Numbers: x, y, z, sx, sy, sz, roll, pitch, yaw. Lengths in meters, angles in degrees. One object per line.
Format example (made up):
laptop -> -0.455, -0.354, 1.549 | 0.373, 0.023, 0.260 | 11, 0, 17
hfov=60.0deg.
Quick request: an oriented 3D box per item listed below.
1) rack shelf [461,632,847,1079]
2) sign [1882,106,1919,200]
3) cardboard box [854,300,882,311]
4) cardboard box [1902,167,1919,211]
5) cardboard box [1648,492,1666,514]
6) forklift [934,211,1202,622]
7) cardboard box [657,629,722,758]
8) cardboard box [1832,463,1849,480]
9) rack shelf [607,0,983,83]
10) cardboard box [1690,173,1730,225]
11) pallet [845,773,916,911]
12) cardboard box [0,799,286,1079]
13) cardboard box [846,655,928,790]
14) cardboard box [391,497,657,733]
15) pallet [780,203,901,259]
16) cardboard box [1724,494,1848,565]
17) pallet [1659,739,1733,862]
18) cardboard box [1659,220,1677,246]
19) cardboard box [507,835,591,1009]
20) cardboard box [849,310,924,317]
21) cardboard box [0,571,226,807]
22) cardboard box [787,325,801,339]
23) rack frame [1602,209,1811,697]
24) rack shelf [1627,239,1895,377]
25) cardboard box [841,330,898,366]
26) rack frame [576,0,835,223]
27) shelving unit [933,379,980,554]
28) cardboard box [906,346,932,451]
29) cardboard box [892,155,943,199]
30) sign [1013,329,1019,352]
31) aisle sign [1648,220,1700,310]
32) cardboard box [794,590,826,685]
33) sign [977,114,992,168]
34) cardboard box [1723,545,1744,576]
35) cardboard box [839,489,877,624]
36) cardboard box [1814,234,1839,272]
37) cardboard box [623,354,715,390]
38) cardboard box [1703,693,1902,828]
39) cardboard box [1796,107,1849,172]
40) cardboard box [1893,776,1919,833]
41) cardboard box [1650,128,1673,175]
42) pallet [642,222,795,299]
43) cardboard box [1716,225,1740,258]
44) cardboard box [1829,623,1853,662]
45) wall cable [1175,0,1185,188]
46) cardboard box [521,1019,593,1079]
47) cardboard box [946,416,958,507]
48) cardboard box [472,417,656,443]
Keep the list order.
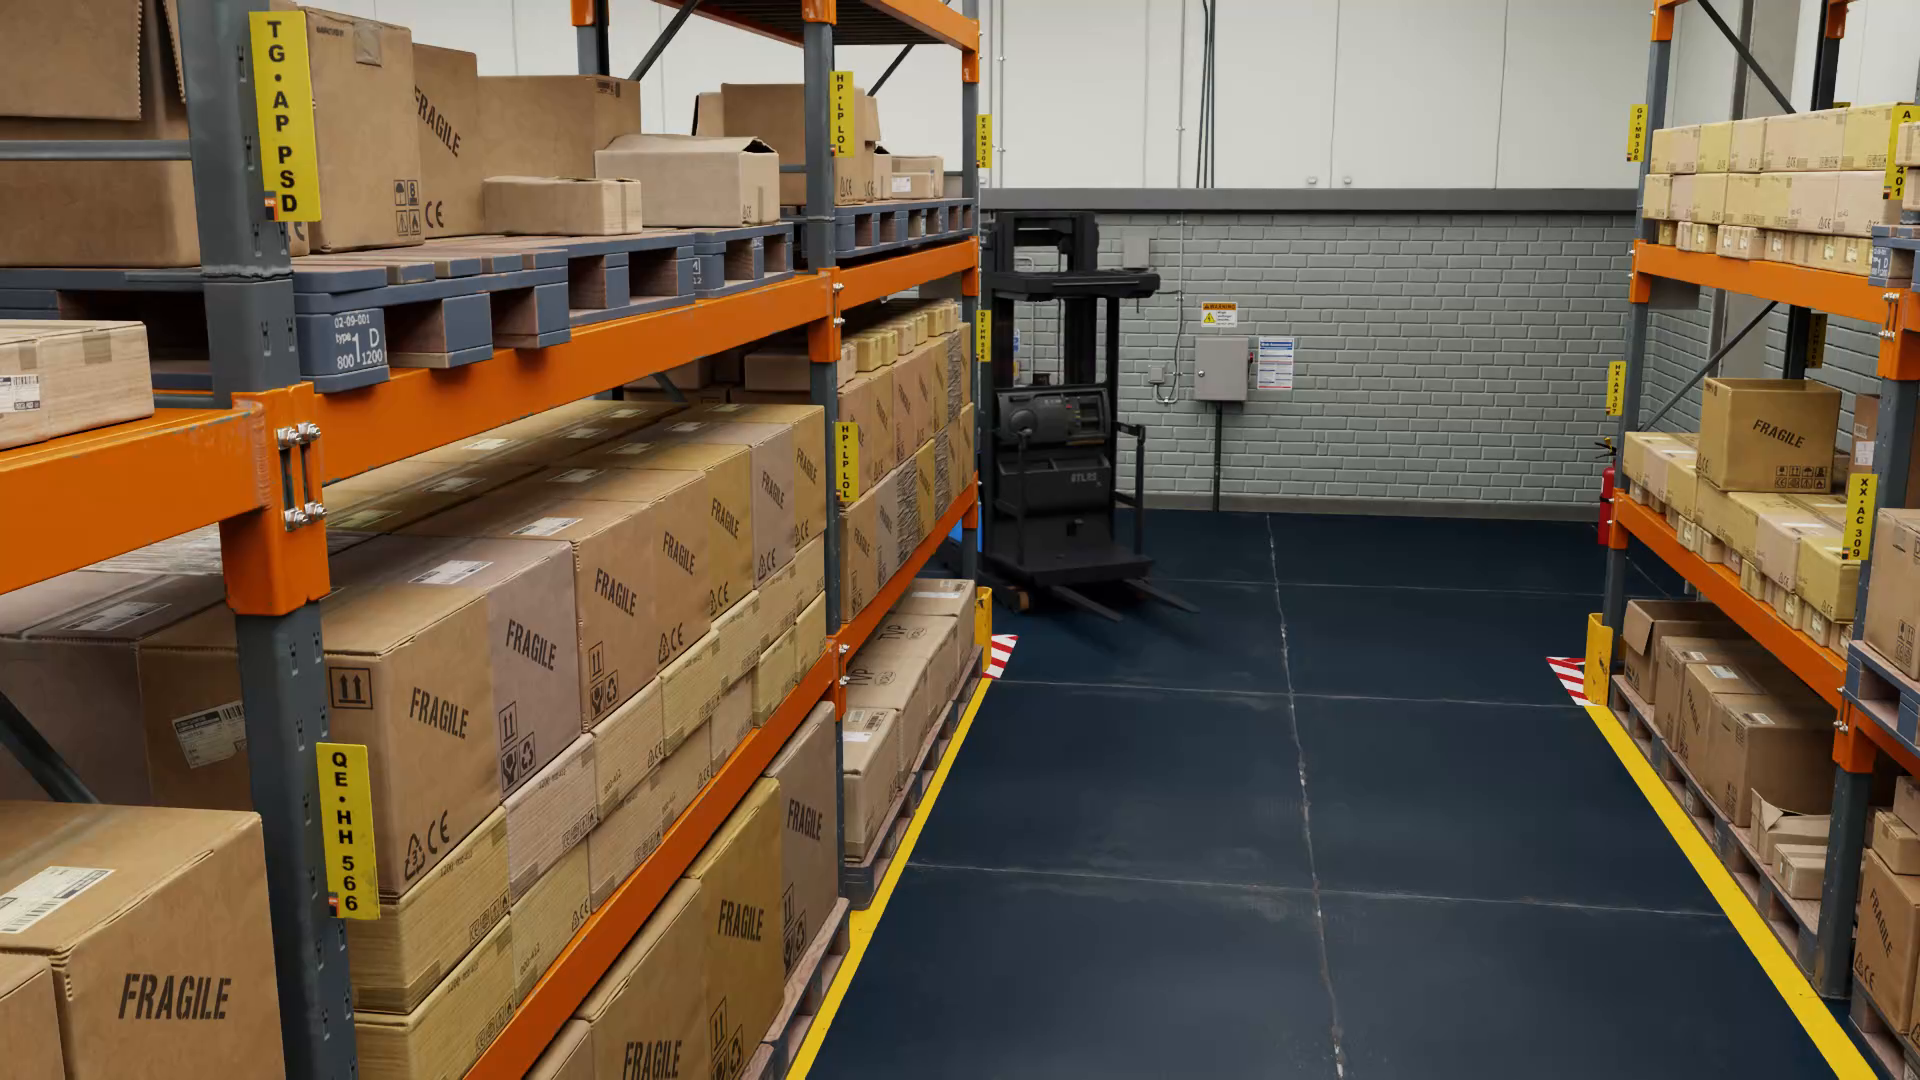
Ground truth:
rack shelf -> -1.310, 0.961, 5.120 | 1.077, 0.370, 4.000 | 2, 12, 9
sign -> 3.366, -1.382, 5.937 | 0.100, 0.325, 0.005 | 2, 12, 9
cardboard box -> -0.685, -1.372, 10.090 | 0.380, 0.149, 0.250 | 2, 12, 10
cardboard box -> 3.464, -1.195, 5.660 | 0.380, 0.149, 0.250 | 2, 12, 10
cardboard box -> 4.203, -0.242, 9.594 | 0.380, 0.149, 0.250 | 2, 12, 10
forklift -> 0.808, -0.984, 12.602 | 1.130, 2.935, 3.031 | -5, 13, -22
cardboard box -> -1.035, 0.441, 4.994 | 0.500, 0.250, 0.500 | 2, 12, 10
cardboard box -> 4.548, -0.237, 8.622 | 0.500, 0.250, 0.500 | 2, 12, 10
rack shelf -> -0.695, -2.608, 8.394 | 1.077, 0.370, 4.000 | 2, 12, 9
cardboard box -> 4.031, -1.721, 8.391 | 0.500, 0.250, 0.500 | 2, 12, 7
pallet -> -0.808, 1.401, 7.992 | 1.003, 0.211, 1.213 | 2, 12, 9
cardboard box -> -1.413, 0.730, 2.545 | 0.500, 0.500, 0.500 | 2, 12, 7
cardboard box -> -0.662, 0.927, 8.657 | 0.875, 0.438, 0.875 | 2, 12, 7
cardboard box -> -1.138, 0.183, 4.414 | 0.500, 0.500, 0.500 | 2, 12, 10
pallet -> -0.866, -1.399, 7.458 | 1.003, 0.211, 1.213 | 2, 12, 9
cardboard box -> 3.893, -0.041, 7.712 | 0.500, 0.250, 0.500 | 2, 12, 8
pallet -> 4.195, 1.319, 8.372 | 1.003, 0.211, 1.213 | 2, 12, 9
cardboard box -> 4.239, -1.764, 9.534 | 0.380, 0.149, 0.250 | 2, 12, 10
cardboard box -> -1.232, 0.898, 4.061 | 0.500, 0.250, 0.500 | 2, 12, 7
cardboard box -> -0.406, -1.199, 9.289 | 0.380, 0.149, 0.250 | 2, 12, 8
cardboard box -> -1.796, 0.372, 3.535 | 0.500, 0.500, 0.500 | 2, 12, 7
cardboard box -> -1.010, -1.000, 8.362 | 0.380, 0.149, 0.250 | 2, 12, 7
rack frame -> 4.518, -0.479, 10.097 | 1.000, 3.000, 0.127 | 2, 12, 9
rack shelf -> 4.211, -1.178, 7.925 | 1.077, 0.370, 4.000 | 2, 12, 9
cardboard box -> -0.508, -0.931, 8.044 | 0.380, 0.149, 0.250 | 2, 12, 7
rack frame -> -1.002, -2.739, 6.344 | 1.000, 3.000, 0.127 | 2, 12, 9
shelving unit -> -0.012, -0.717, 14.762 | 0.587, 1.500, 1.083 | 2, 12, 9
cardboard box -> -0.436, -0.752, 8.750 | 0.500, 0.500, 0.500 | 2, 12, 8
cardboard box -> -0.367, -2.190, 10.036 | 0.500, 0.250, 0.500 | 1, 12, 3
sign -> 0.419, -1.960, 16.327 | 0.327, 0.218, 0.001 | 2, 12, 9
aisle sign -> 4.239, -1.774, 9.933 | 0.394, 0.787, 0.004 | 2, 12, 9
cardboard box -> -0.822, 0.368, 6.520 | 0.500, 0.250, 0.500 | 2, 12, 7
sign -> 0.147, -2.479, 10.344 | 0.100, 0.325, 0.005 | 2, 12, 9
cardboard box -> 3.957, 0.081, 8.093 | 0.380, 0.149, 0.250 | 2, 12, 9
cardboard box -> -0.671, 0.055, 7.379 | 0.500, 0.500, 0.500 | 2, 12, 11
cardboard box -> 3.757, -1.181, 6.829 | 0.380, 0.149, 0.250 | 2, 12, 11
cardboard box -> -1.269, -0.736, 7.137 | 0.380, 0.149, 0.250 | 2, 12, 7
cardboard box -> 4.001, 1.055, 7.917 | 0.700, 0.500, 0.500 | 1, 12, 7
cardboard box -> 3.812, -1.648, 6.864 | 0.500, 0.250, 0.500 | 2, 12, 8
cardboard box -> 3.645, 0.976, 6.037 | 0.380, 0.149, 0.250 | 2, 12, 8
cardboard box -> 4.202, -2.178, 9.322 | 0.500, 0.250, 0.500 | 2, 12, 8
pallet -> -1.094, -0.987, 5.787 | 0.805, 0.209, 1.217 | 1, 12, 6
cardboard box -> 3.908, -1.448, 8.068 | 0.380, 0.149, 0.250 | 2, 12, 9
cardboard box -> 3.703, 0.402, 6.606 | 0.380, 0.149, 0.250 | 2, 12, 9
wall cable -> 0.952, -4.740, 15.629 | 2.355, 3.000, 0.029 | 2, 12, 9
cardboard box -> -1.429, 1.718, 3.946 | 0.875, 0.875, 0.875 | 2, 12, 8
cardboard box -> -0.292, -0.475, 9.841 | 0.500, 0.500, 0.500 | 2, 12, 7
cardboard box -> -1.405, -0.155, 5.983 | 0.500, 0.500, 0.500 | 2, 12, 8
